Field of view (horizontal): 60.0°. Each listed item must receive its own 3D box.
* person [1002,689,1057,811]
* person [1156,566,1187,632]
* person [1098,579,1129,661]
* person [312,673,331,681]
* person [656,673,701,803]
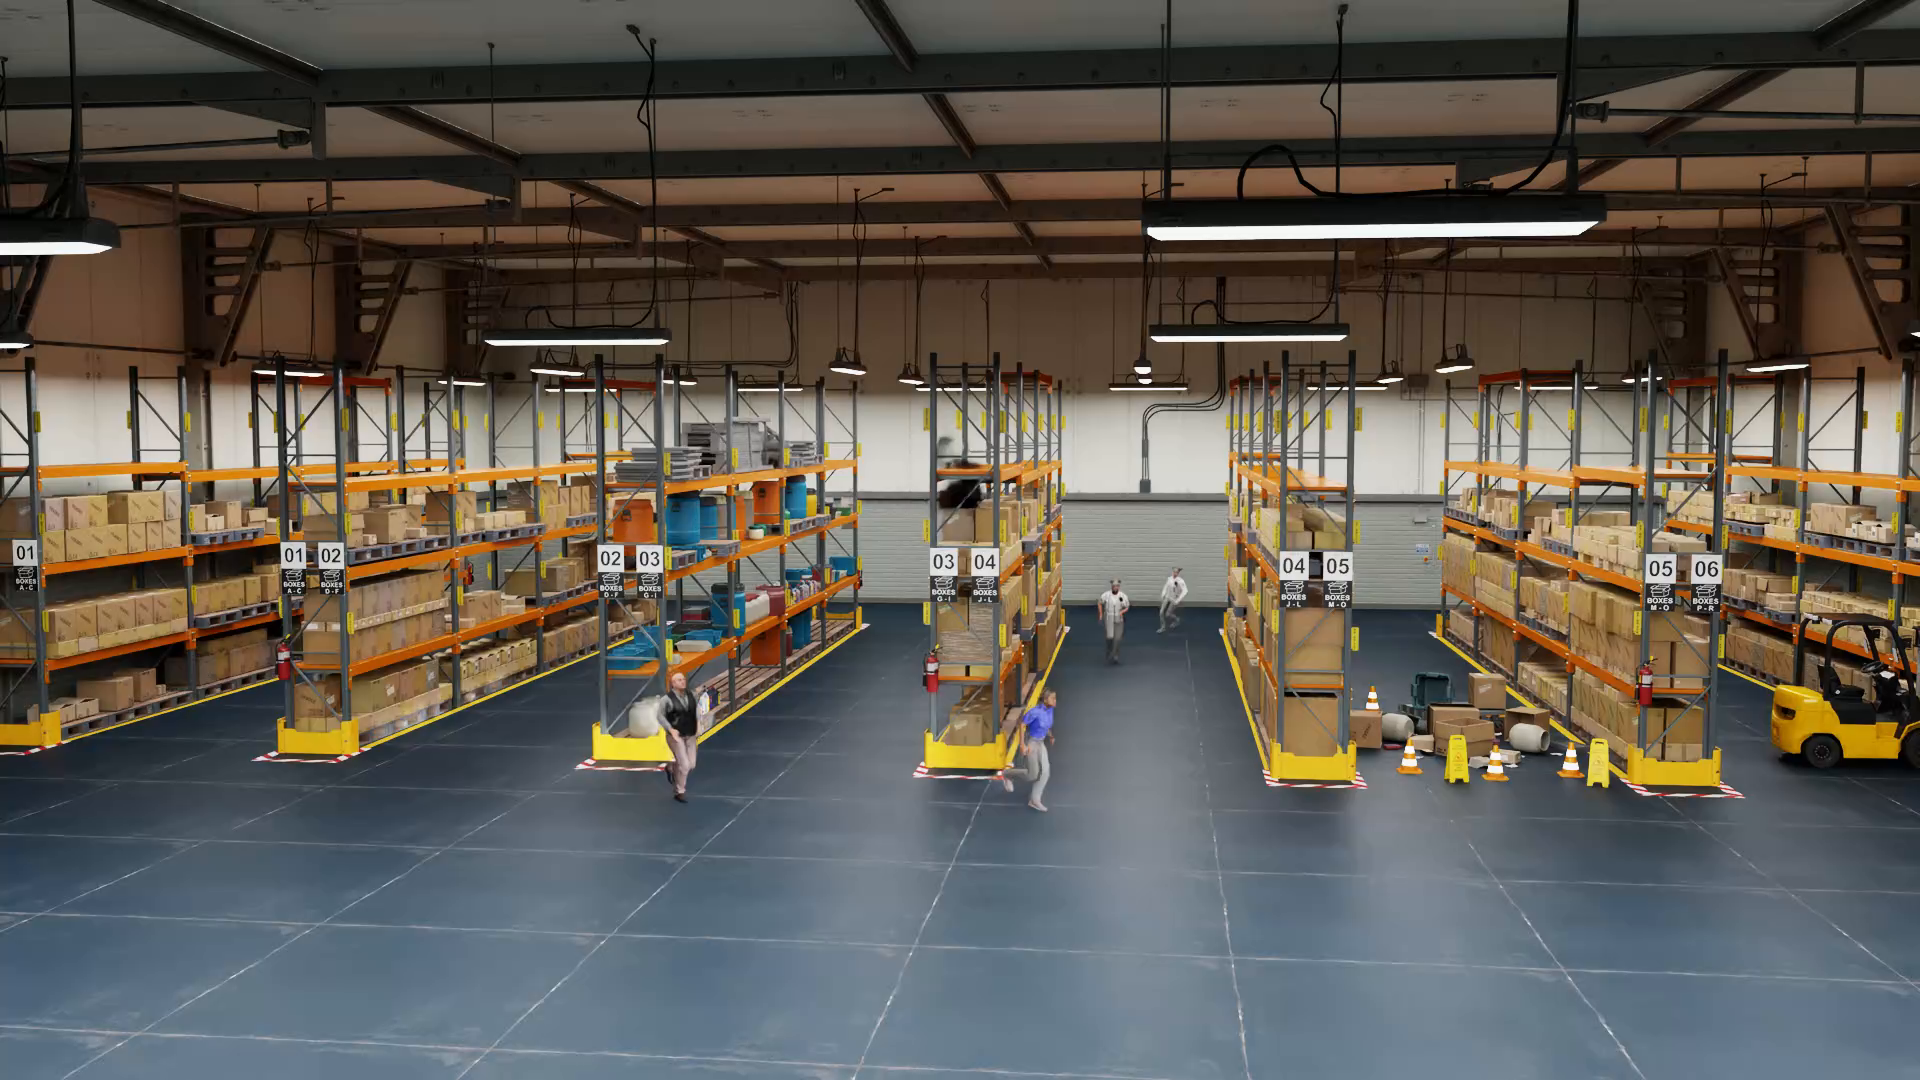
[{"bbox_3d":[0.919,2.705,21.663,0.795,1.602,0.571,2,5,31],"label":"person"},{"bbox_3d":[5.121,1.415,39.677,0.590,1.610,0.697,-4,6,-44],"label":"person"},{"bbox_3d":[3.216,1.673,34.690,0.638,1.734,0.741,0,4,-1],"label":"person"},{"bbox_3d":[-10.808,2.227,28.159,0.526,1.556,0.536,0,4,2],"label":"person"},{"bbox_3d":[-3.760,2.602,22.128,0.668,1.706,0.651,-4,5,-42],"label":"person"}]
